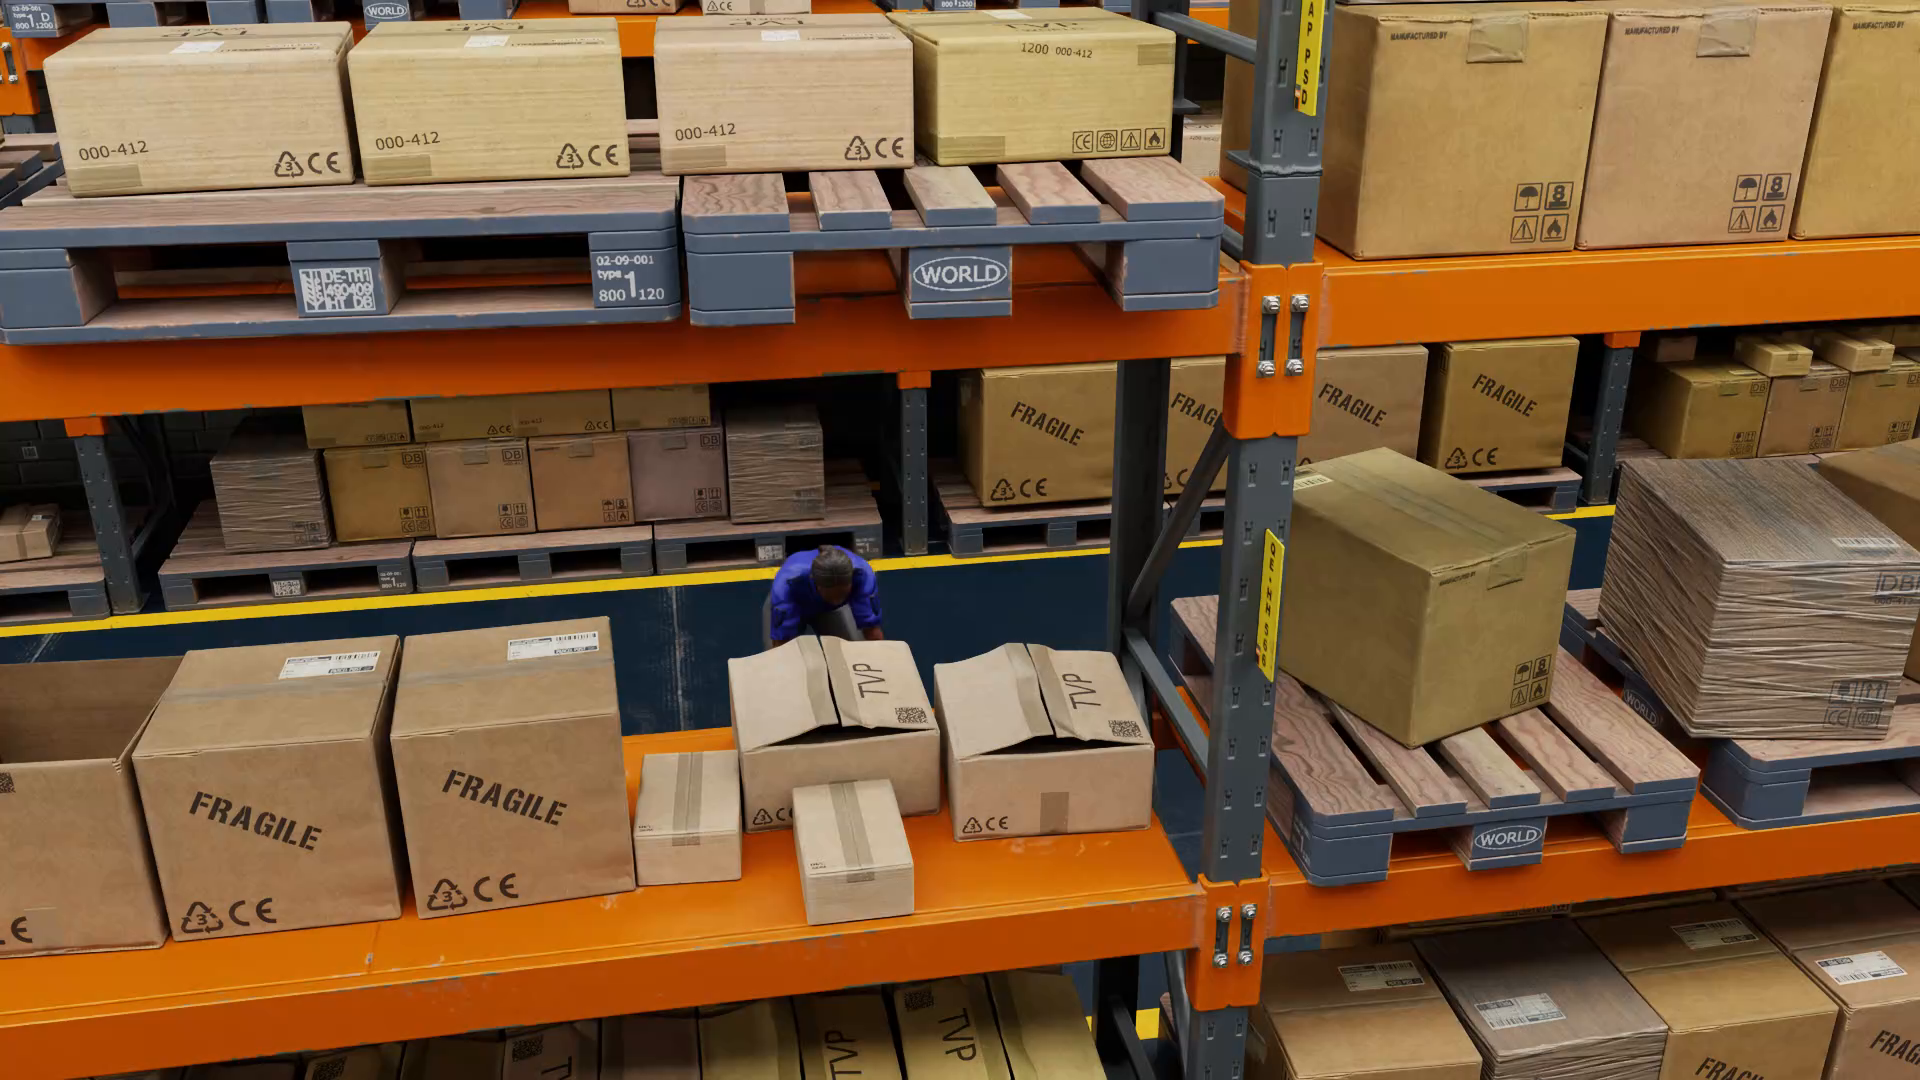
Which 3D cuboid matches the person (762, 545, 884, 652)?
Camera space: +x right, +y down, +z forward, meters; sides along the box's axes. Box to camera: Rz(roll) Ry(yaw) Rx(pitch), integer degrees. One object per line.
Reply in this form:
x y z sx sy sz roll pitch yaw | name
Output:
-0.580 0.412 6.932 0.491 1.045 0.764 -4 24 -10 | person
